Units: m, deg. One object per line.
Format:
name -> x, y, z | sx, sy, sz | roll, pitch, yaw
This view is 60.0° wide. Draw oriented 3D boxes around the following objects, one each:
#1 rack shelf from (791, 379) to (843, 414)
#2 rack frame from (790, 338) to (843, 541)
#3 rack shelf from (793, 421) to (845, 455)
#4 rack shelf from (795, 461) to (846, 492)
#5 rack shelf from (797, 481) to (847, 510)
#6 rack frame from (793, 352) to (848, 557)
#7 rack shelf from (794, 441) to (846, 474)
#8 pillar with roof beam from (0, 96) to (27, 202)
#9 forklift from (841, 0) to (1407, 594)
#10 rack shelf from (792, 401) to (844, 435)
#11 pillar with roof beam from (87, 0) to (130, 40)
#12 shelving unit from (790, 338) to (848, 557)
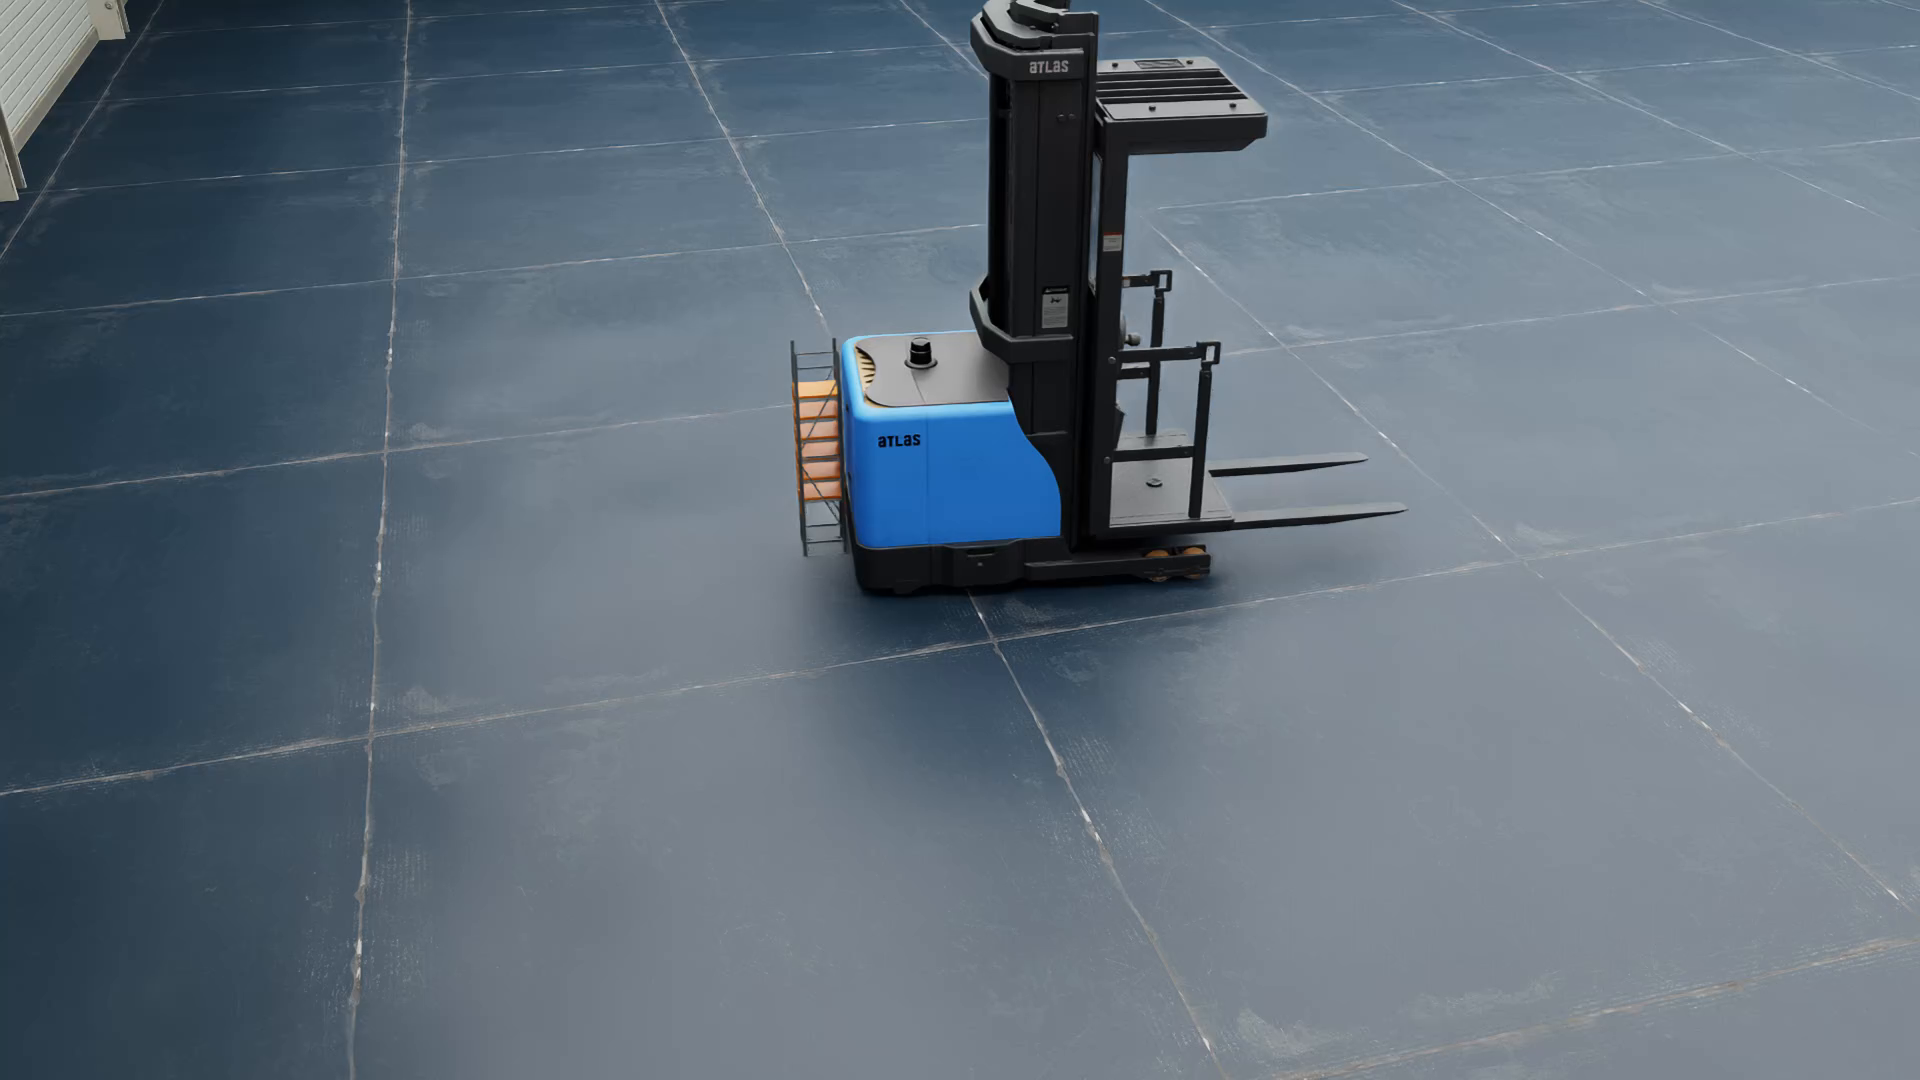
rack shelf -> -0.750, -0.755, 8.726 | 0.258, 0.103, 0.180 | -5, 30, -8
rack frame -> -0.765, -0.527, 8.963 | 0.240, 1.200, 0.006 | -5, 30, -8
rack shelf -> -0.750, -0.547, 8.847 | 0.258, 0.103, 0.180 | -5, 30, -8
rack shelf -> -0.750, -0.339, 8.967 | 0.258, 0.103, 0.180 | -5, 30, -8
rack shelf -> -0.750, -0.236, 9.027 | 0.258, 0.103, 0.180 | -5, 30, -8
rack frame -> -0.736, -0.436, 8.806 | 0.240, 1.200, 0.006 | -5, 30, -8
rack shelf -> -0.750, -0.443, 8.907 | 0.258, 0.103, 0.180 | -5, 30, -8
pillar with roof beam -> -4.154, -7.463, 13.161 | 9.100, 9.000, 0.400 | -8, 31, -13
forklift -> 0.903, -1.306, 8.580 | 3.031, 2.935, 1.130 | -4, 30, -7
rack shelf -> -0.750, -0.651, 8.787 | 0.258, 0.103, 0.180 | -5, 30, -8
pillar with roof beam -> -5.747, -10.361, 18.168 | 9.100, 9.000, 0.400 | -8, 31, -13
shelving unit -> -0.750, -0.482, 8.885 | 0.258, 1.200, 0.189 | -5, 30, -8
